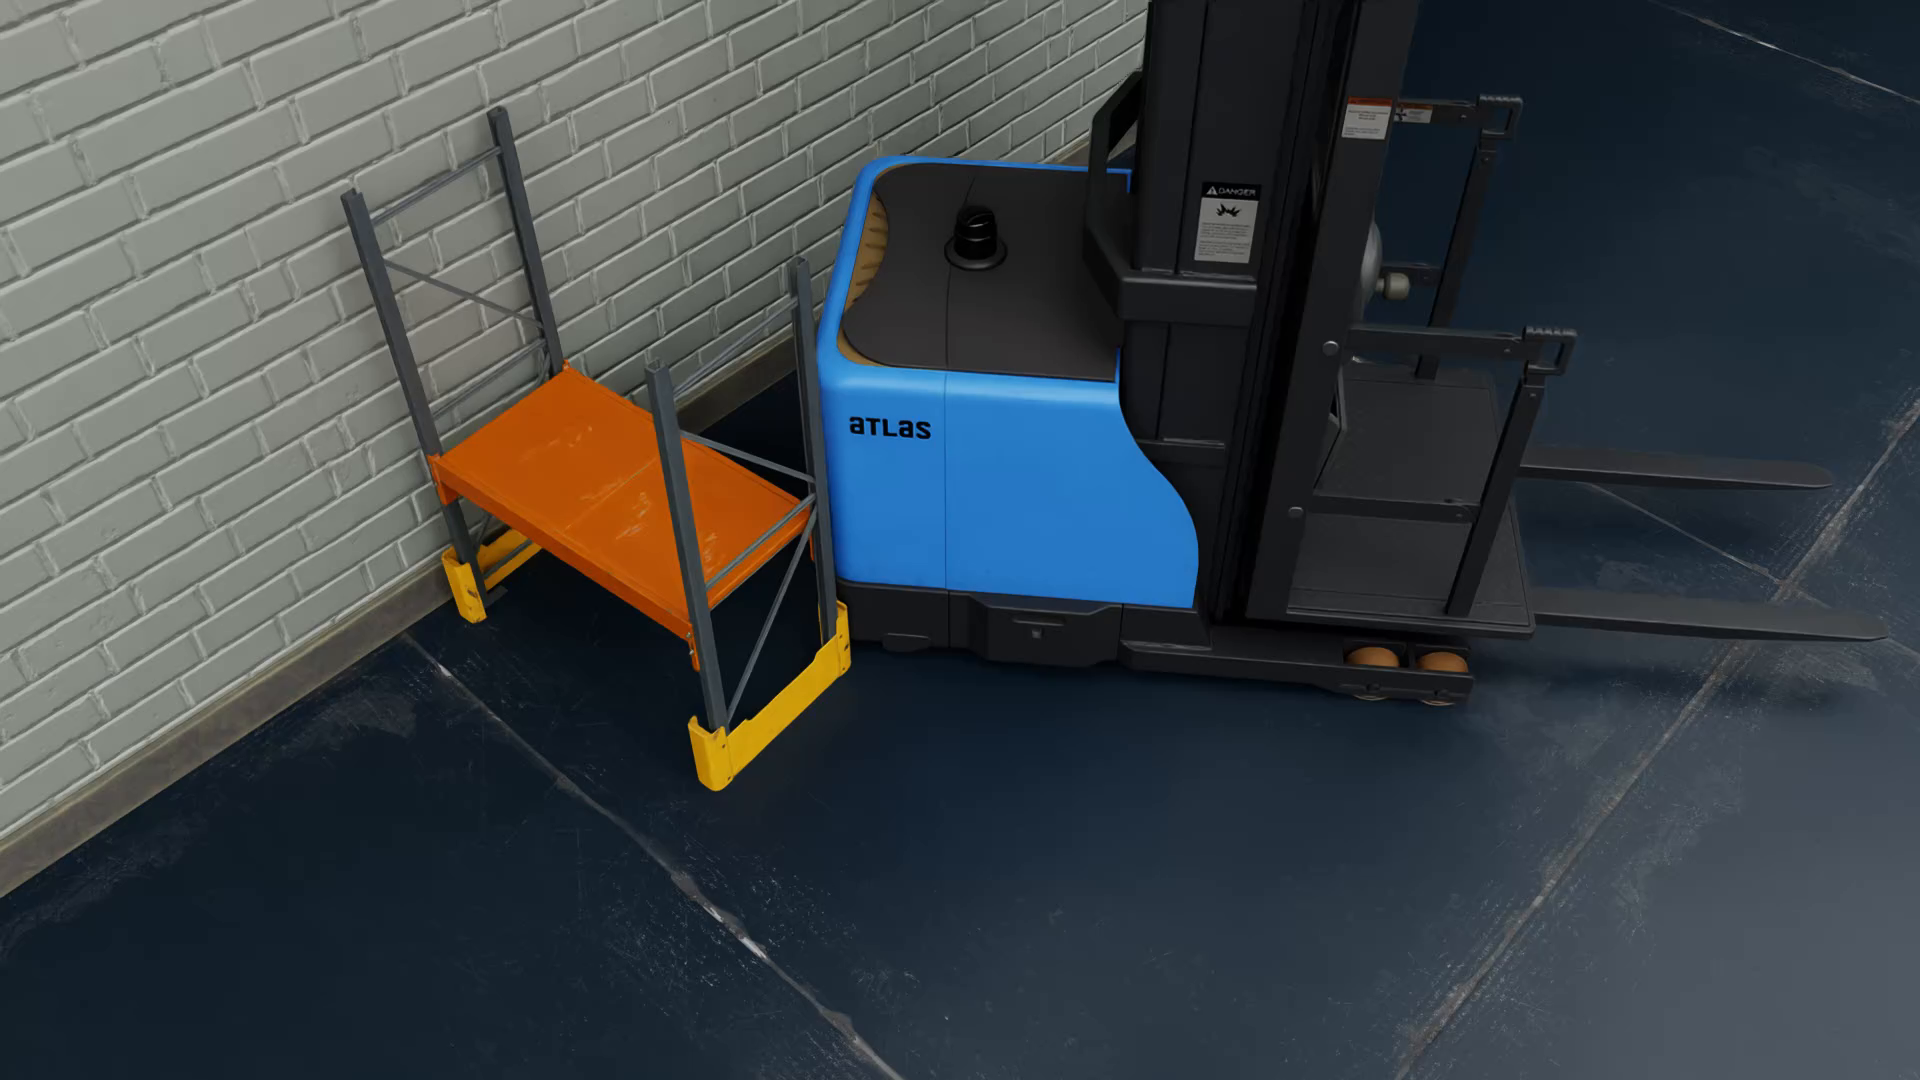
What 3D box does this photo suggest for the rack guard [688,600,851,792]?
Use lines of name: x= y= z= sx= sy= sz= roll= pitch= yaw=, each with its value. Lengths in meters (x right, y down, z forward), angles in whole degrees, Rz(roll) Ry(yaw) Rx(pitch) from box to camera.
rack guard: x=-0.524 y=0.428 z=4.677 sx=0.087 sy=0.250 sz=0.587 roll=29 pitch=53 yaw=25

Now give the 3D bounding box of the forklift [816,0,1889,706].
forklift: x=1.152 y=-0.935 z=4.118 sx=3.031 sy=2.935 sz=1.130 roll=4 pitch=47 yaw=4

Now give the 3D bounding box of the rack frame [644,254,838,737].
rack frame: x=-0.509 y=0.009 z=4.213 sx=0.032 sy=1.500 sz=0.500 roll=29 pitch=53 yaw=25

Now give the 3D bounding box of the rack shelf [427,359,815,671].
rack shelf: x=-0.912 y=-0.094 z=4.556 sx=1.000 sy=0.185 sz=0.538 roll=29 pitch=53 yaw=25

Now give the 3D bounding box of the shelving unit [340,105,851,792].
shelving unit: x=-0.919 y=-0.221 z=4.429 sx=1.083 sy=1.500 sz=0.587 roll=29 pitch=53 yaw=25

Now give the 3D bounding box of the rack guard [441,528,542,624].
rack guard: x=-1.313 y=-0.015 z=5.093 sx=0.087 sy=0.250 sz=0.587 roll=29 pitch=53 yaw=25

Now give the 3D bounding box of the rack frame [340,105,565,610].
rack frame: x=-1.314 y=-0.444 z=4.638 sx=0.032 sy=1.500 sz=0.500 roll=29 pitch=53 yaw=25
